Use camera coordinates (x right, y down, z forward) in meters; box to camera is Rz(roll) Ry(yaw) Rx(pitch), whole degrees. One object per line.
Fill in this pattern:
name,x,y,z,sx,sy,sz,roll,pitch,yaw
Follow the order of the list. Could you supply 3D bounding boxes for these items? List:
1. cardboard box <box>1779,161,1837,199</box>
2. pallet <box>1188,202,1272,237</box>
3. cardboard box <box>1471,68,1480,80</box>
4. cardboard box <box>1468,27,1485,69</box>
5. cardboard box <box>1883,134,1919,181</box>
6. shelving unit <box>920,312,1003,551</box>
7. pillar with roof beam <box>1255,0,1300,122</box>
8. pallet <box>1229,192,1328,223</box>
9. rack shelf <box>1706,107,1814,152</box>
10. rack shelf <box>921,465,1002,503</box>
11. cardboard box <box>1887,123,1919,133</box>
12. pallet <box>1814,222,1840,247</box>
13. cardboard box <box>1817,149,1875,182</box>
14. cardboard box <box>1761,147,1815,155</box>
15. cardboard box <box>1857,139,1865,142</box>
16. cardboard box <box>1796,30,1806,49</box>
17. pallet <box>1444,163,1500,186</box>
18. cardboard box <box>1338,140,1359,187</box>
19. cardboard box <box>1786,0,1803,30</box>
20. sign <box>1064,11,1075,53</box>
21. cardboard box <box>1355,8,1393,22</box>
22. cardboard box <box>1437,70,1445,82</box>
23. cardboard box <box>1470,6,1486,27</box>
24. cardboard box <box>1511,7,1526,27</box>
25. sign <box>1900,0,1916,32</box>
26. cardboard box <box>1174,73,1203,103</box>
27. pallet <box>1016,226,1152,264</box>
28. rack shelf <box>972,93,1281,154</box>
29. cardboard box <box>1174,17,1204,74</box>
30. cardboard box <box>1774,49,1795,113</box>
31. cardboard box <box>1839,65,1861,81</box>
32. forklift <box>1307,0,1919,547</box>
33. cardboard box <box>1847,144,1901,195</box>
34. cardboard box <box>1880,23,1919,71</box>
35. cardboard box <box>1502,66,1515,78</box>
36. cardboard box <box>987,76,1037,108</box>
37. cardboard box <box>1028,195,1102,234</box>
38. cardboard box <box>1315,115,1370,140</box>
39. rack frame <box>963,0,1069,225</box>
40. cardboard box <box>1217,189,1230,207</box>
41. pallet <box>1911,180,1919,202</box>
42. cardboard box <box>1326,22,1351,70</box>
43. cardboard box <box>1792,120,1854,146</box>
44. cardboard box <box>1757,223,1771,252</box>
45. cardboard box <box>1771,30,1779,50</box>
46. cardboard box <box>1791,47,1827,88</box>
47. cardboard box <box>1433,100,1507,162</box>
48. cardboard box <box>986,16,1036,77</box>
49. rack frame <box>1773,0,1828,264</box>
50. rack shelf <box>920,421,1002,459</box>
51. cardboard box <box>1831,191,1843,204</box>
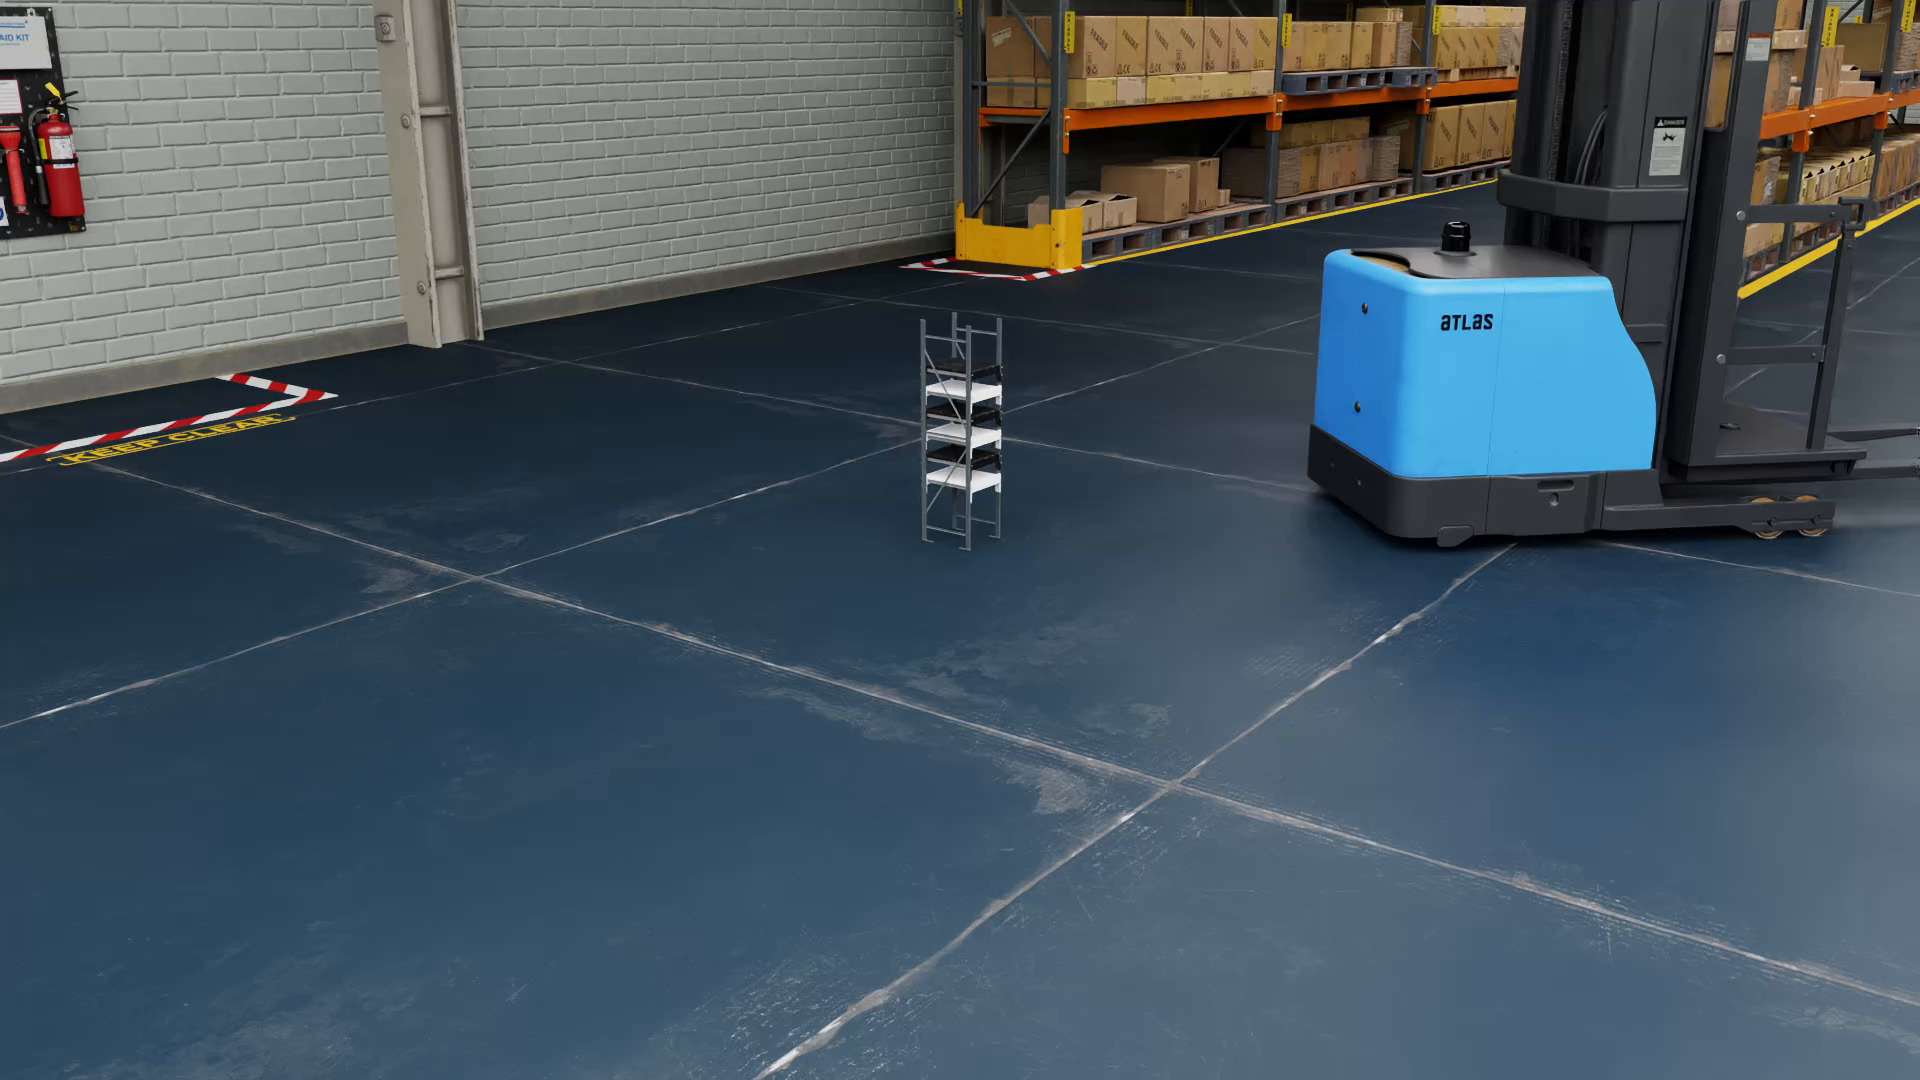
cardboard box,7.880,-3.384,15.565,0.500,0.311,0.500,12,21,33
pallet,2.471,-3.309,17.043,1.003,0.211,1.213,12,21,35
cardboard box,6.514,-6.054,21.570,0.380,0.149,0.250,13,21,35
cardboard box,6.337,-6.270,21.174,0.500,0.500,0.500,12,21,34
cardboard box,11.225,-4.570,19.874,0.500,0.500,0.500,13,21,35
shelving unit,0.005,-0.432,6.617,0.258,0.900,0.210,12,21,35
pillar with roof beam,7.214,-7.707,16.388,9.100,9.000,0.400,12,21,35
pallet,3.306,-3.661,18.176,1.003,0.211,1.213,12,21,35
rack shelf,5.632,-3.112,12.921,1.077,0.370,4.000,12,21,35
rack shelf,0.005,-0.228,6.680,0.258,0.077,0.200,12,21,35
cardboard box,12.705,-5.304,22.233,0.797,0.503,0.637,12,21,35
pallet,7.958,-3.075,16.289,1.003,0.211,1.213,12,21,35
cardboard box,9.093,-3.872,17.137,0.500,0.311,0.500,13,22,36
cardboard box,8.659,-3.967,17.444,0.500,0.311,0.500,13,22,37
cardboard box,10.192,-4.415,19.376,0.500,0.500,0.500,11,21,33
cardboard box,6.834,-4.187,13.907,0.380,0.149,0.250,12,21,35
pallet,6.484,-4.892,22.140,1.003,0.211,1.213,12,21,35
cardboard box,4.166,-4.370,19.230,0.700,0.500,0.500,12,21,34
cardboard box,6.564,-4.493,13.798,0.700,0.500,0.500,13,21,35
sign,0.895,-4.172,13.660,0.100,0.325,0.005,12,21,35
cardboard box,4.865,-6.160,19.519,0.380,0.149,0.250,9,19,26
cardboard box,5.766,-5.745,20.576,0.380,0.149,0.250,13,21,35
cardboard box,6.318,-6.627,21.059,0.500,0.250,0.500,13,21,35
cardboard box,7.224,-6.993,22.237,0.500,0.250,0.500,13,21,36
sign,9.655,-5.341,16.932,0.100,0.325,0.005,12,21,35
cardboard box,1.915,-4.219,15.490,0.500,0.250,0.500,13,21,35
pallet,1.017,-2.728,15.172,1.003,0.211,1.213,12,21,35
rack shelf,1.651,-3.987,15.737,1.077,0.370,4.000,12,21,35
cardboard box,1.899,-4.574,15.369,0.500,0.500,0.500,13,22,36
cardboard box,6.564,-3.873,13.990,0.700,0.500,0.500,12,21,33
cardboard box,8.955,-4.764,17.176,0.500,0.311,0.500,14,22,38
forklift,3.112,-1.555,6.810,3.031,2.935,1.130,-3,17,-8
cardboard box,10.015,-4.085,18.313,0.500,0.500,0.500,12,21,33
cardboard box,10.190,-5.487,18.479,0.500,0.500,0.700,-15,23,-40
cardboard box,7.203,-6.280,22.298,0.380,0.149,0.250,12,21,35
cardboard box,0.582,-3.938,14.585,0.500,0.250,0.500,13,21,35
cardboard box,0.944,-2.929,14.910,0.500,0.311,0.500,10,20,29
cardboard box,4.449,-4.829,19.443,0.500,0.250,0.500,13,21,36
rack frame,0.460,-3.854,14.097,1.000,3.000,0.127,12,21,35
cardboard box,2.548,-3.531,17.092,0.380,0.166,0.250,9,20,28
pallet,11.136,-4.306,20.253,1.003,0.211,1.213,12,21,35
cardboard box,3.880,-5.474,18.403,0.700,0.500,0.500,16,24,42
cardboard box,9.606,-4.538,18.507,0.500,0.250,0.500,13,22,37
cardboard box,6.417,-2.553,13.836,0.500,0.250,0.500,12,21,35
cardboard box,6.226,-3.945,13.128,0.380,0.149,0.250,12,21,34
cardboard box,7.608,-4.286,15.318,0.500,0.500,0.500,14,22,39
cardboard box,6.799,-5.496,22.301,0.750,0.750,0.750,13,22,36
cardboard box,0.570,-4.300,14.487,0.500,0.500,0.500,12,21,34
rack frame,6.824,-3.932,14.349,1.000,3.000,0.127,12,21,35
rack shelf,0.005,-0.400,6.626,0.258,0.077,0.200,12,21,35
cardboard box,8.179,-3.238,16.042,0.500,0.250,0.500,13,21,36
